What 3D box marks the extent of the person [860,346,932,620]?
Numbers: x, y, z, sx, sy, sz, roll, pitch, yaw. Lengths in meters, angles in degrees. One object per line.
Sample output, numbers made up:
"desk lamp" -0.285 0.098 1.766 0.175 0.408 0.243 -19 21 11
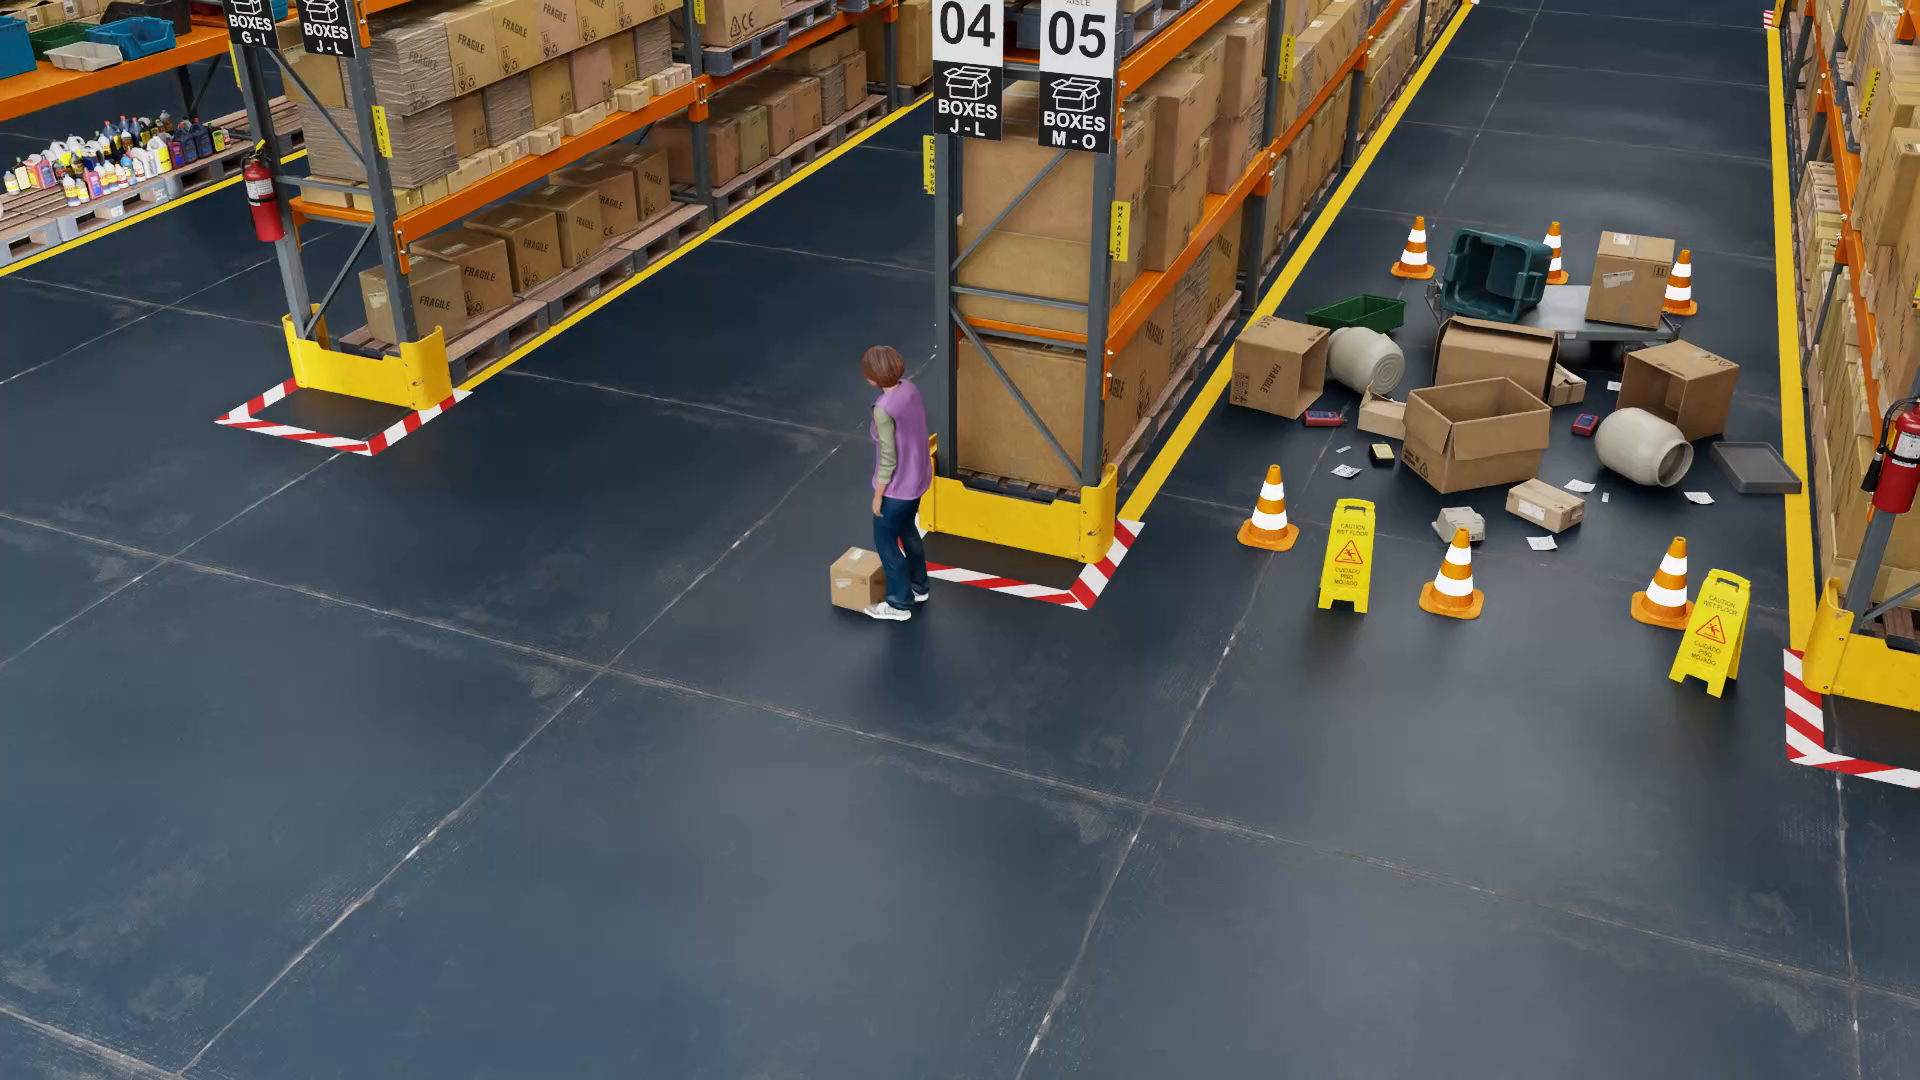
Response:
"person" -0.333 -0.301 8.918 0.345 1.591 0.478 13 32 21
